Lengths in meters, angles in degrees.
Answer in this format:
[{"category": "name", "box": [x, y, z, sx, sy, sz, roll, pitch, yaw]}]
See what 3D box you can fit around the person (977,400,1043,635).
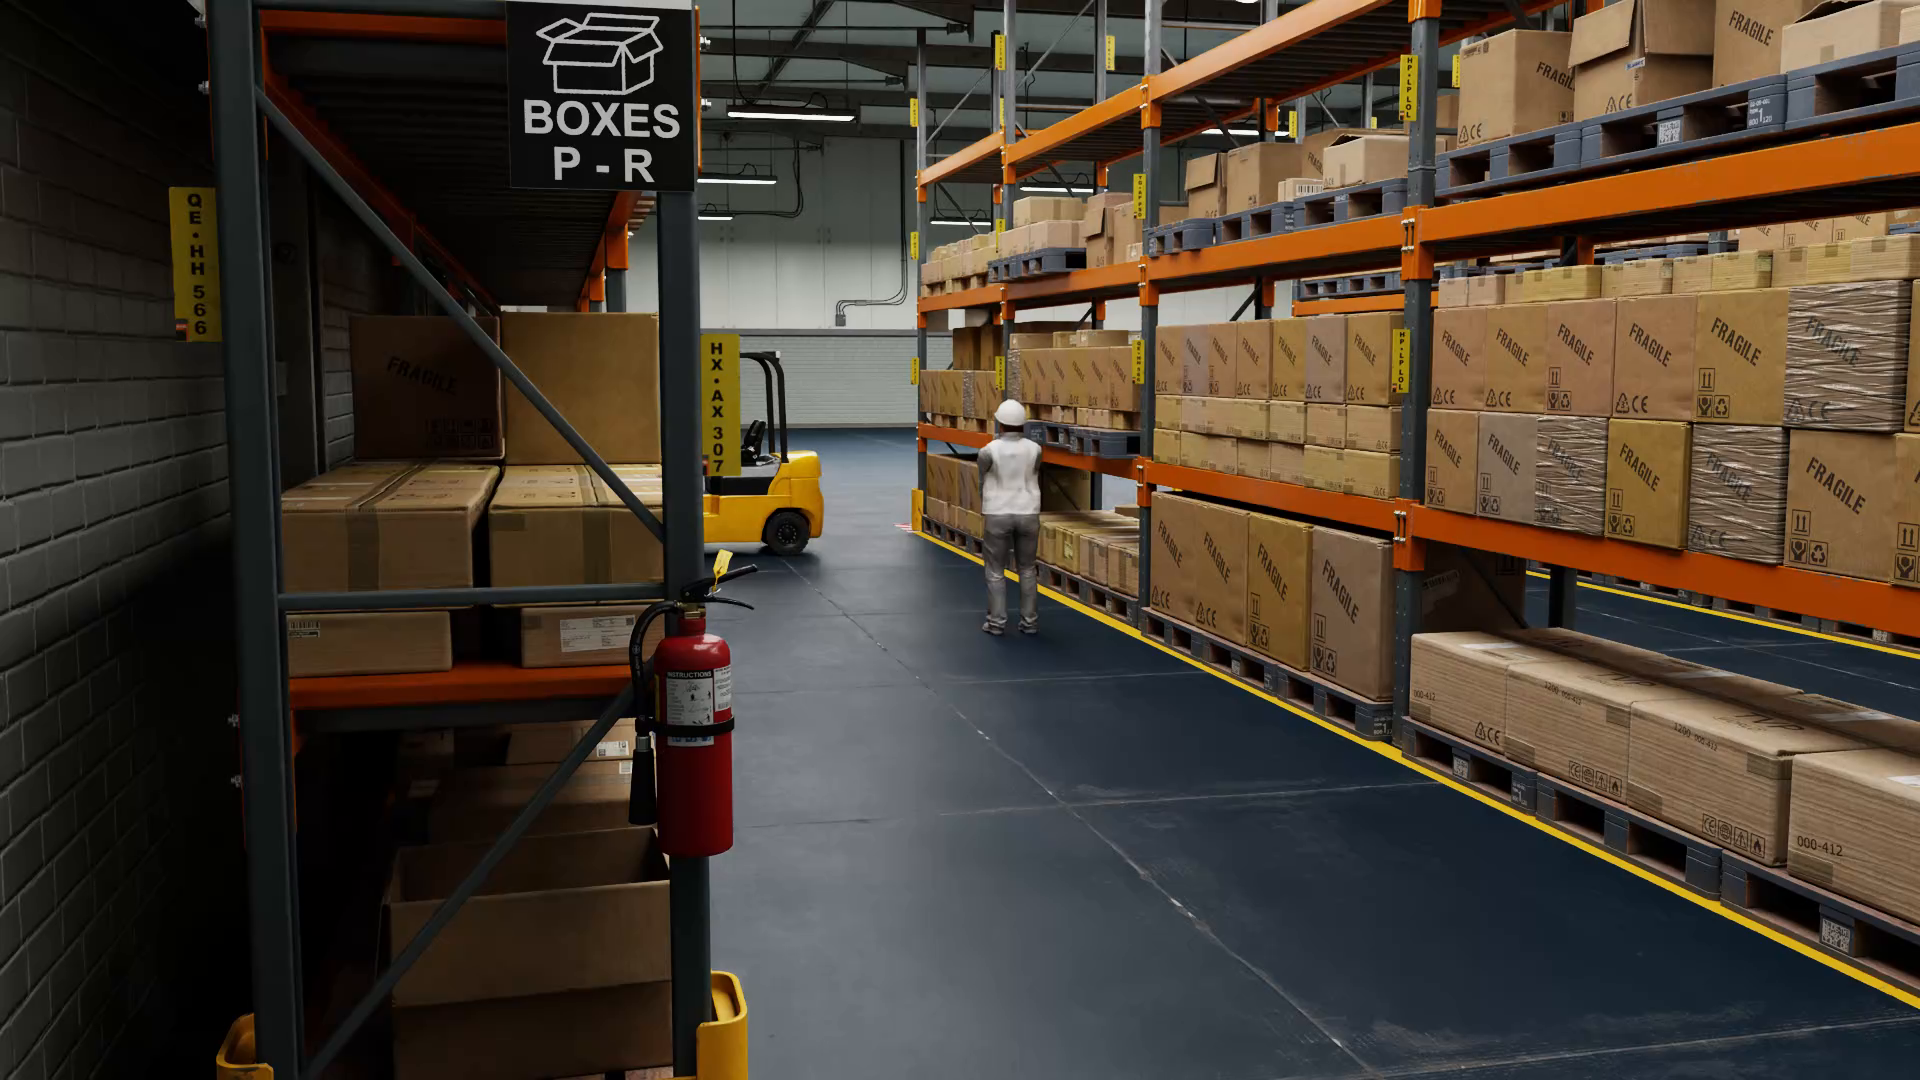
[{"category": "person", "box": [0.354, -0.182, 12.574, 0.494, 1.762, 0.555, -1, 6, -11]}]
